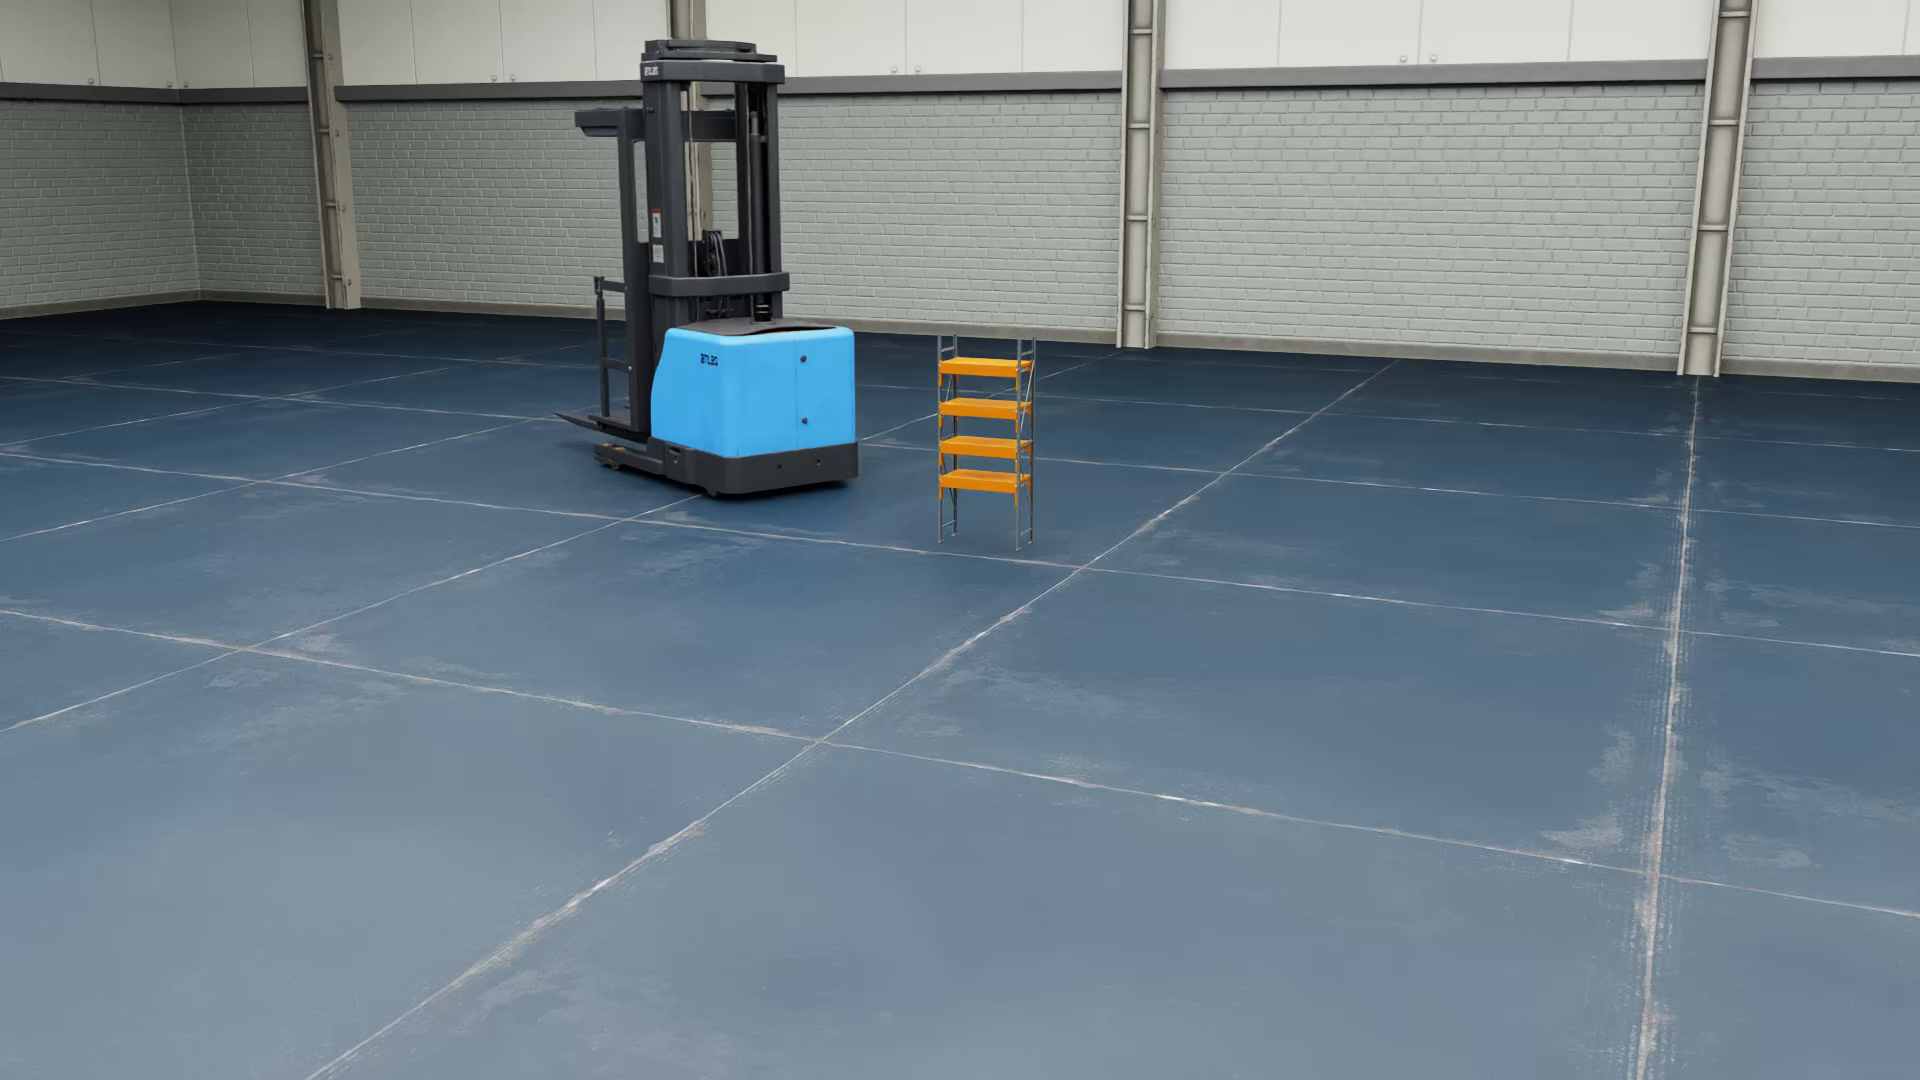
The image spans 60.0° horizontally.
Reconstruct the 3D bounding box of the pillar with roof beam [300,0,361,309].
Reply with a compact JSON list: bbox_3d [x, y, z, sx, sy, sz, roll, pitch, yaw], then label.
[{"bbox_3d":[-10.661,-6.844,19.224,0.400,9.000,9.100,6,14,23],"label":"pillar with roof beam"}]

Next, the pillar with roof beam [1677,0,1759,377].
[{"bbox_3d":[5.797,-5.179,12.126,0.400,9.000,9.100,6,14,23],"label":"pillar with roof beam"}]

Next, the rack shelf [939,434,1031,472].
[{"bbox_3d":[0.151,-0.503,9.568,0.480,0.148,0.258,6,14,23],"label":"rack shelf"}]

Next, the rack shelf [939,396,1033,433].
[{"bbox_3d":[0.151,-0.721,9.517,0.480,0.148,0.258,6,14,23],"label":"rack shelf"}]

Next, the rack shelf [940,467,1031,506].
[{"bbox_3d":[0.151,-0.310,9.613,0.480,0.148,0.258,6,14,23],"label":"rack shelf"}]

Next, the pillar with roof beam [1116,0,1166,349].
[{"bbox_3d":[0.311,-5.734,14.492,0.400,9.000,9.100,6,14,23],"label":"pillar with roof beam"}]

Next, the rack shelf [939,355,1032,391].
[{"bbox_3d":[0.151,-0.951,9.463,0.480,0.148,0.258,6,14,23],"label":"rack shelf"}]

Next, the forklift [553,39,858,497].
[{"bbox_3d":[-1.995,-1.988,11.810,1.130,2.935,3.031,-10,17,-37],"label":"forklift"}]

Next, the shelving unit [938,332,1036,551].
[{"bbox_3d":[0.151,-0.569,9.552,0.503,1.200,0.258,6,14,23],"label":"shelving unit"}]

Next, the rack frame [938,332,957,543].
[{"bbox_3d":[-0.072,-0.591,9.649,0.015,1.200,0.240,6,14,23],"label":"rack frame"}]

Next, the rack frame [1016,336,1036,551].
[{"bbox_3d":[0.374,-0.546,9.456,0.015,1.200,0.240,6,14,23],"label":"rack frame"}]

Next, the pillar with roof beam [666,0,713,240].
[{"bbox_3d":[-5.175,-6.289,16.858,0.400,9.000,9.100,6,14,23],"label":"pillar with roof beam"}]
